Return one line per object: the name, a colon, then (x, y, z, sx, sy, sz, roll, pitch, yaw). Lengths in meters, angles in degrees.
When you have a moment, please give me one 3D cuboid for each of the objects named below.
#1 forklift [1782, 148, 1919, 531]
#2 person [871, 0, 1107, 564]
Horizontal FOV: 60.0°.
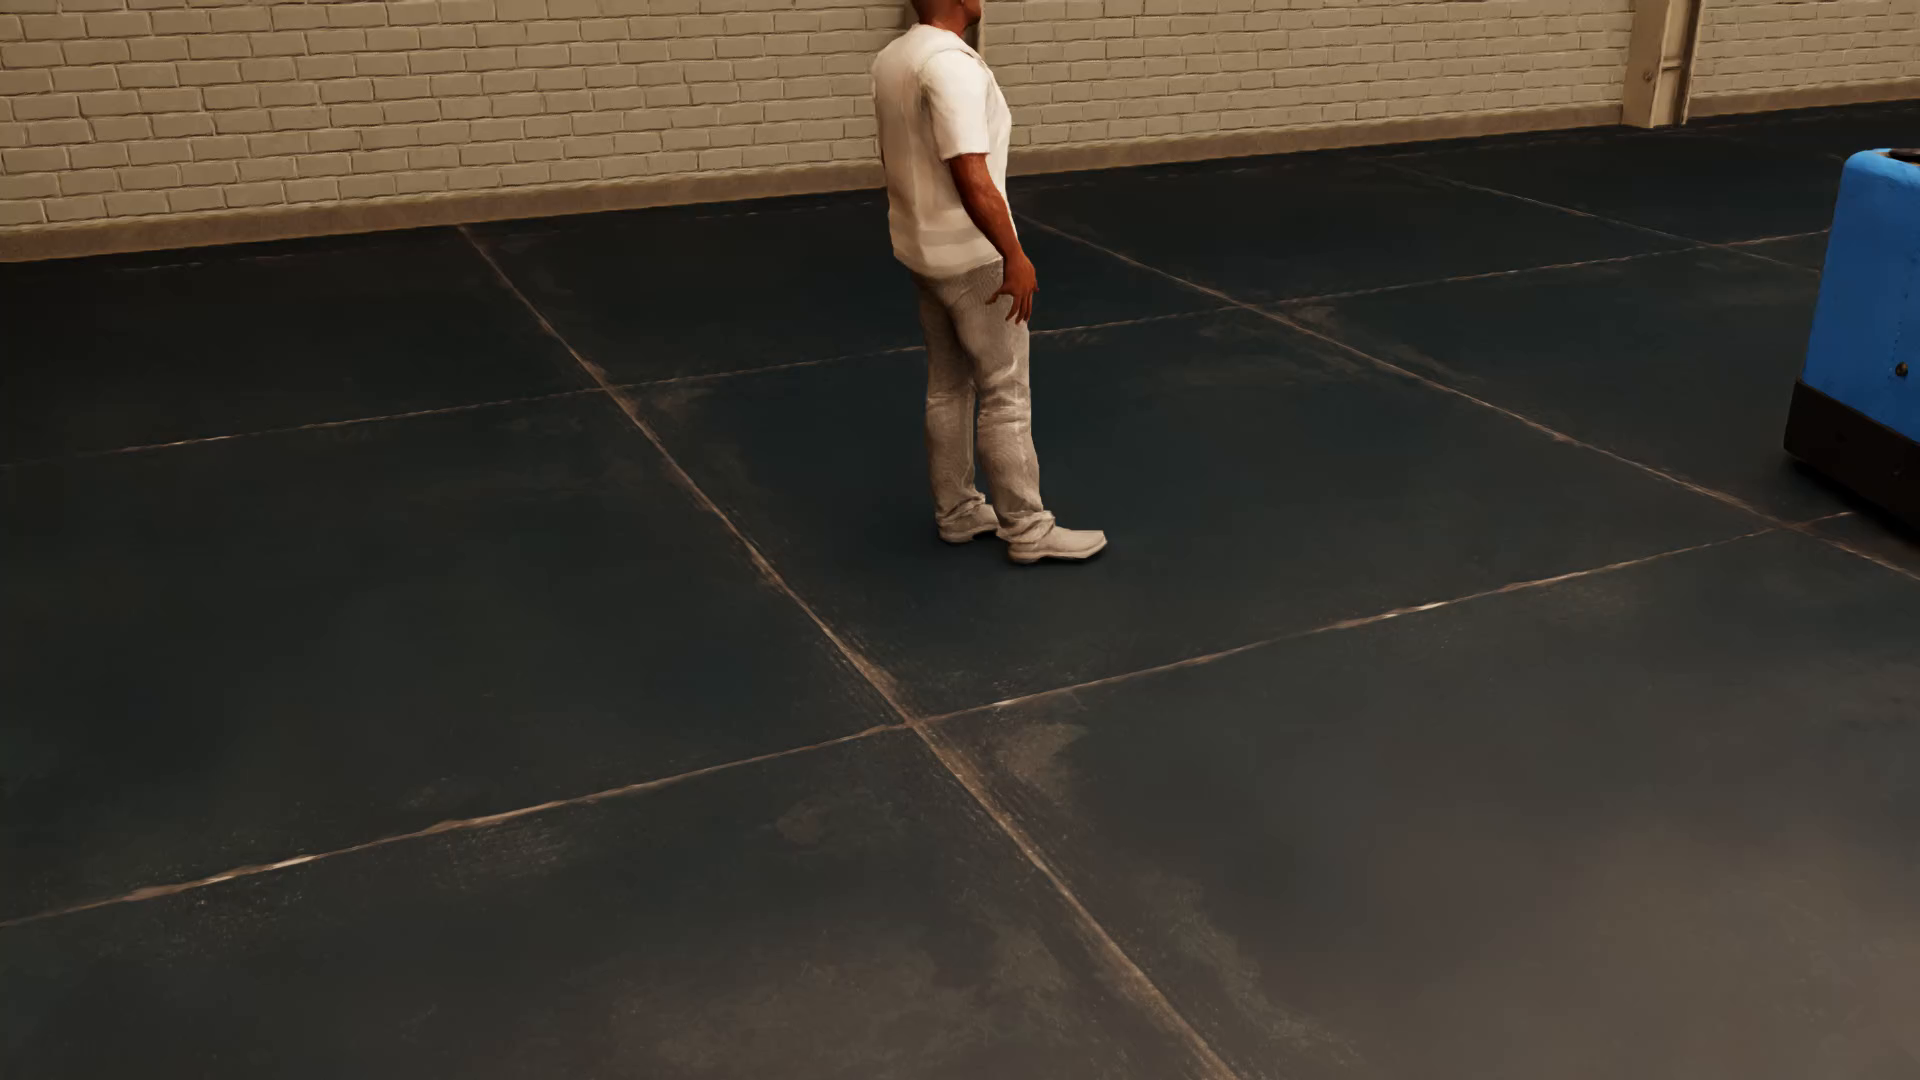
forklift: (4.355, -1.482, 4.855, 3.031, 2.935, 1.130, -2, 23, -5)
person: (0.065, -0.831, 4.788, 0.576, 1.766, 0.665, -10, 25, -23)
